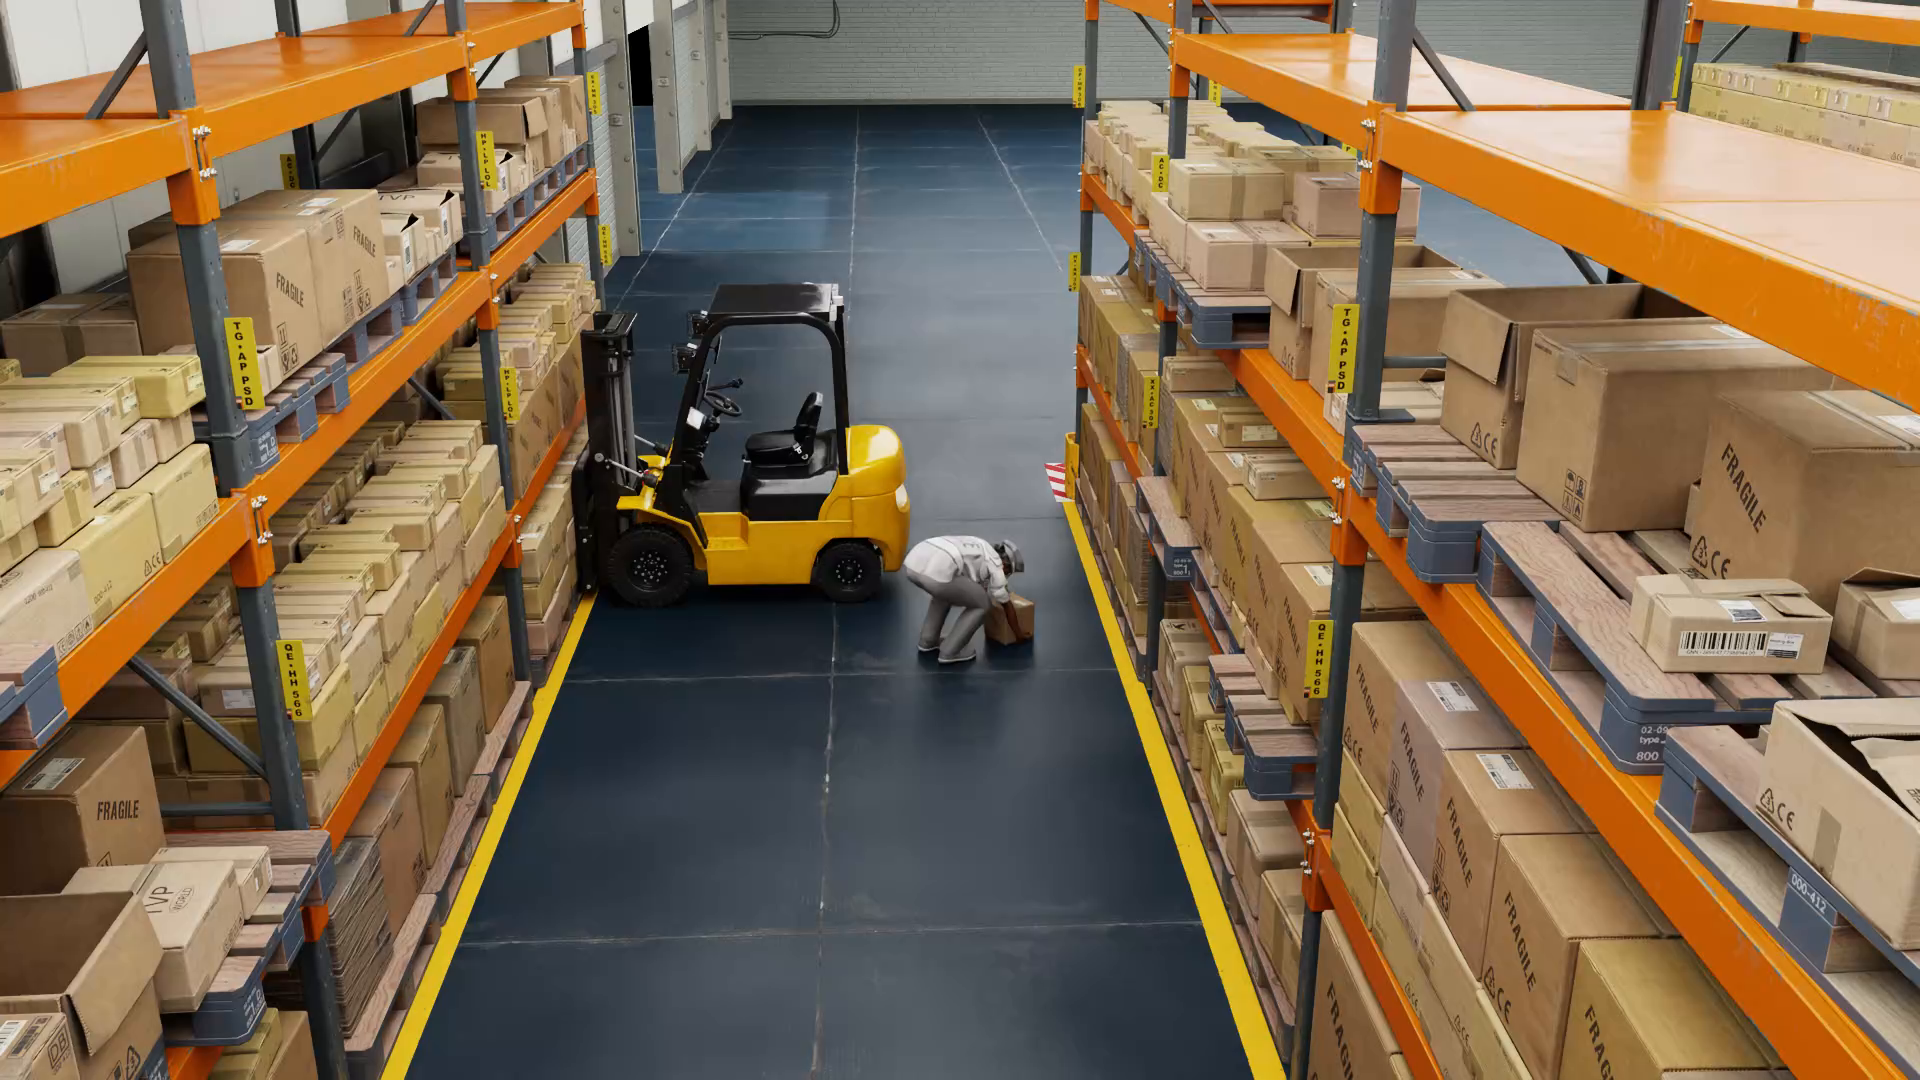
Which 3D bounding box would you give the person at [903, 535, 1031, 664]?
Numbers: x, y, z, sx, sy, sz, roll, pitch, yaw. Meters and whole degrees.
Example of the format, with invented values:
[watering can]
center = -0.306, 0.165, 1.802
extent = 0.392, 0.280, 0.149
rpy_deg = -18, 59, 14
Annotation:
[person]
center = 0.037, 0.355, 11.319
extent = 0.910, 0.846, 0.474
rpy_deg = -15, 25, -35
